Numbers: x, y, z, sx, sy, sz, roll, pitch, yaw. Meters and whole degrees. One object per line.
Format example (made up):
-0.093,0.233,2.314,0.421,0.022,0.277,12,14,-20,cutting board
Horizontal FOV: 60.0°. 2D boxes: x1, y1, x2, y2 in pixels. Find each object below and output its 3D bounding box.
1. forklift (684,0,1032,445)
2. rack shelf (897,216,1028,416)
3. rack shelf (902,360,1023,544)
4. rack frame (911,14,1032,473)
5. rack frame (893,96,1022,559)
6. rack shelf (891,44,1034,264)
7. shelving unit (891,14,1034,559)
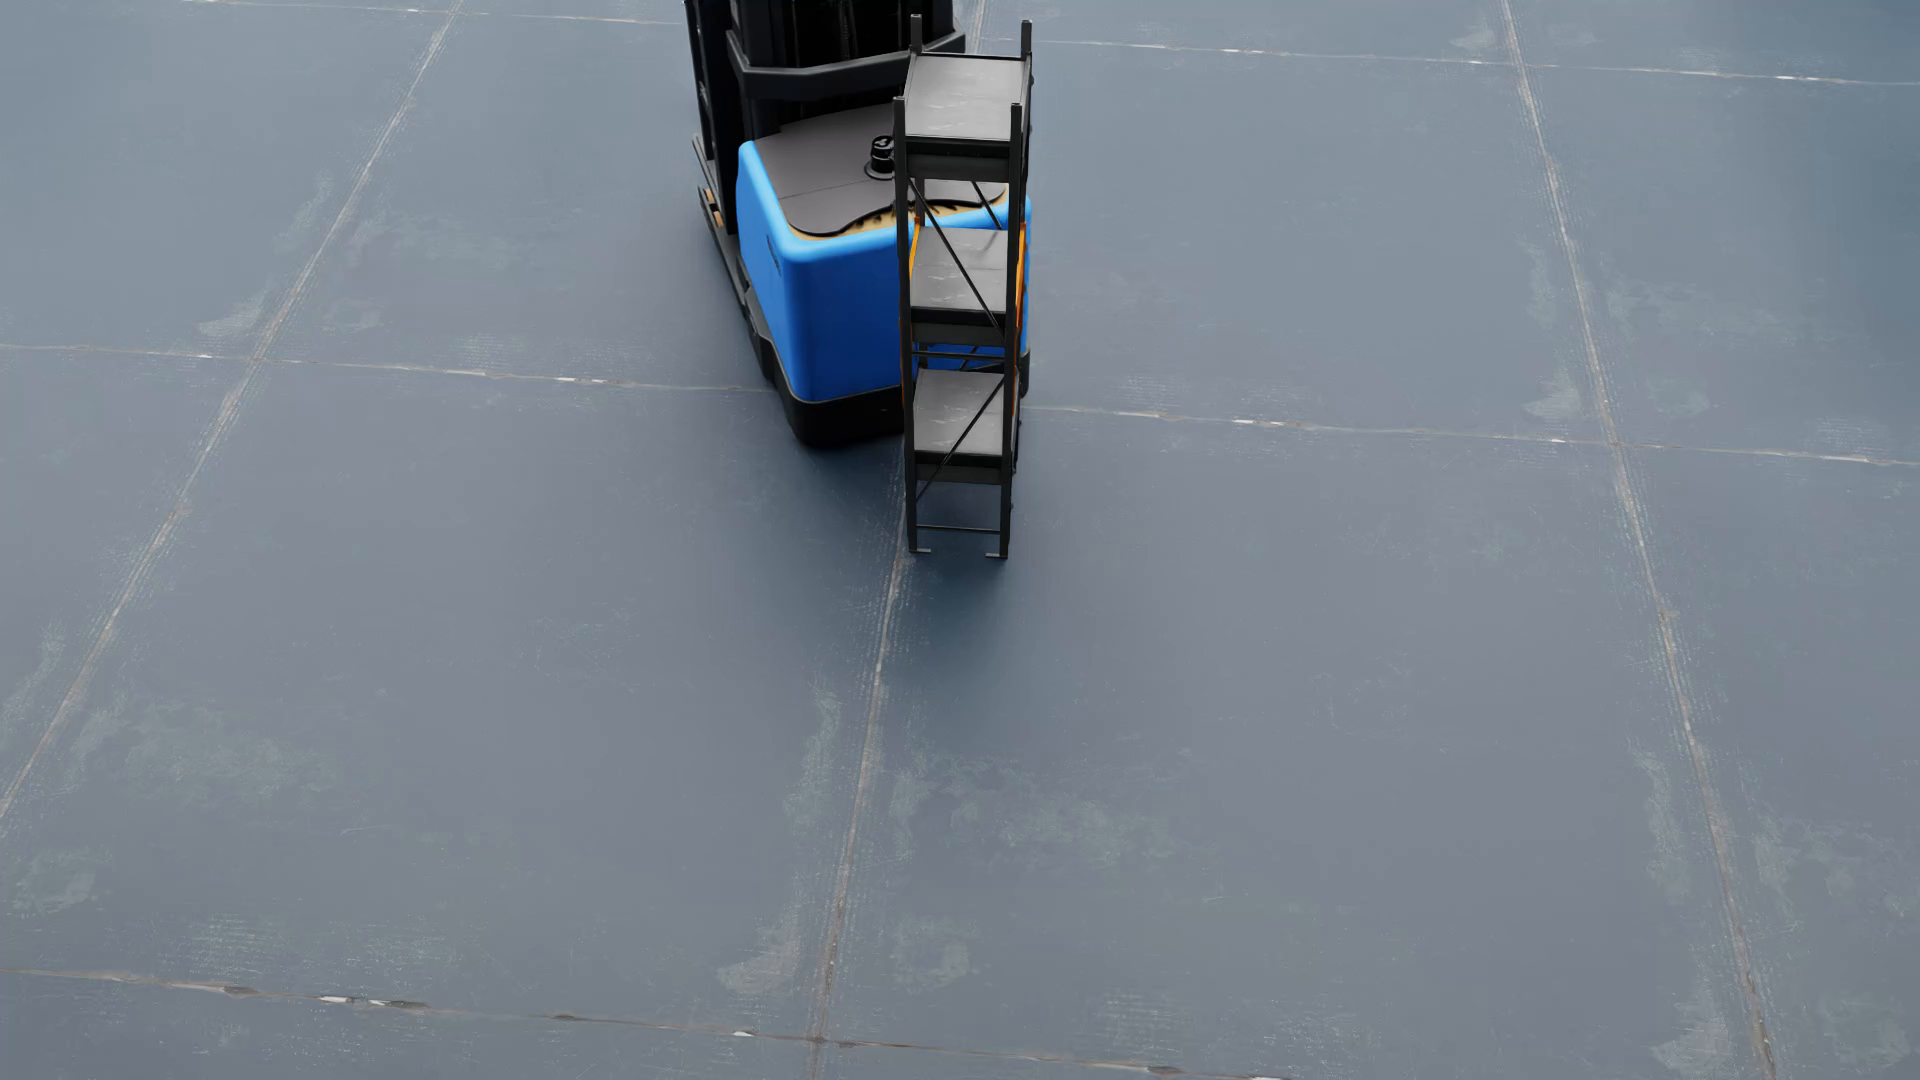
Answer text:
-0.641,-2.501,7.052,1.130,2.935,3.031,-14,49,-12,forklift
0.015,-0.821,6.097,0.431,0.518,0.480,4,48,4,rack shelf
0.015,-0.349,6.613,0.431,0.518,0.480,4,48,4,rack shelf
0.037,-1.010,6.250,0.400,2.100,0.015,4,48,4,rack frame
-0.007,-0.651,5.922,0.400,2.100,0.015,4,48,4,rack frame
0.015,-1.294,5.580,0.431,0.518,0.480,4,48,4,rack shelf
0.015,-0.830,6.086,0.431,2.100,0.503,4,48,4,shelving unit
